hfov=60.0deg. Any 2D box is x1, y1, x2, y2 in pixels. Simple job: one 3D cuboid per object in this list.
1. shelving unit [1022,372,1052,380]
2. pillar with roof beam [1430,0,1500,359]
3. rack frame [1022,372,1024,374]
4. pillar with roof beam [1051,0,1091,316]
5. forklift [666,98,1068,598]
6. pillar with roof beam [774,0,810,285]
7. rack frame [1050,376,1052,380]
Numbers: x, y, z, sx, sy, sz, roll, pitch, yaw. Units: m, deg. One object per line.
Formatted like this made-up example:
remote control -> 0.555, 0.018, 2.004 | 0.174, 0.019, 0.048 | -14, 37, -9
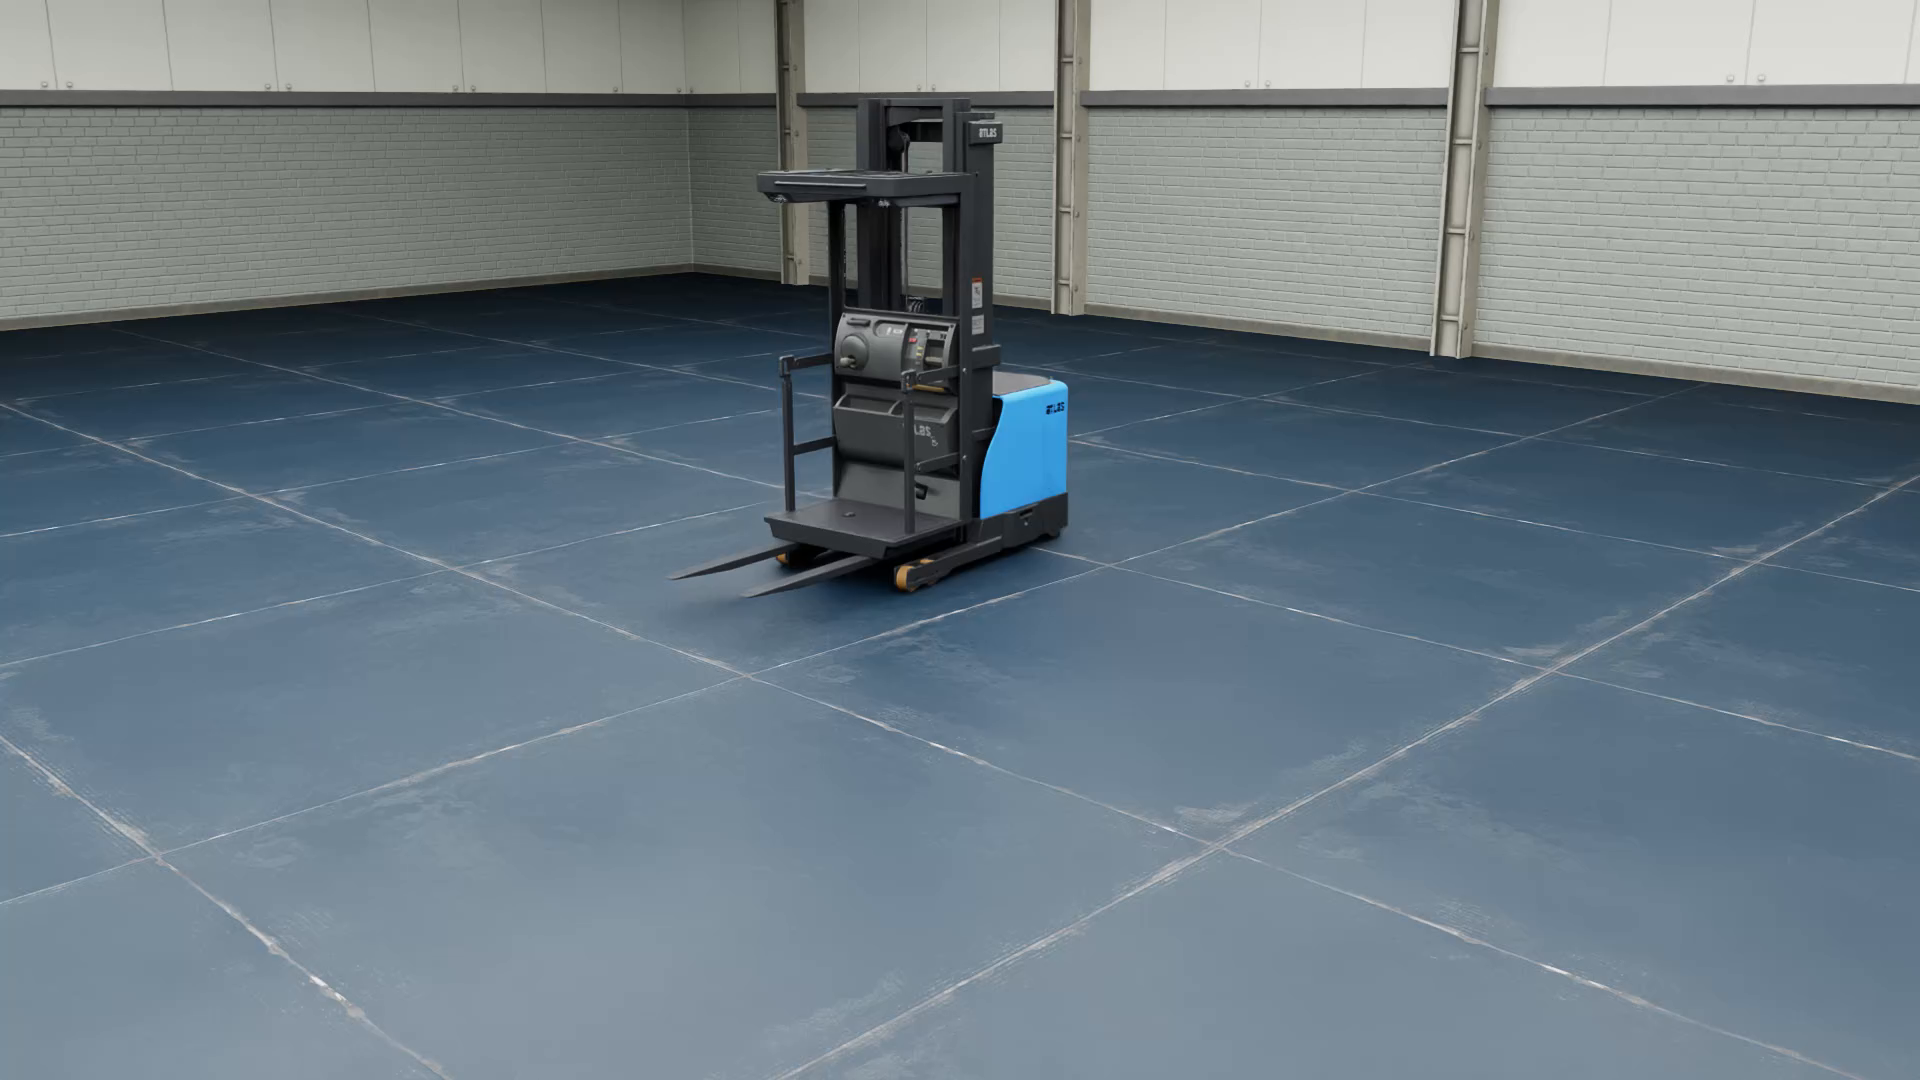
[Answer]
shelving unit -> 0.490, -0.649, 11.840 | 0.252, 1.050, 0.215 | 11, 18, 36
pillar with roof beam -> 2.887, -5.780, 15.769 | 0.400, 9.000, 9.100 | 14, 20, 42
rack frame -> 0.393, -0.667, 11.911 | 0.008, 1.050, 0.200 | 11, 18, 36
pillar with roof beam -> -1.432, -6.830, 19.799 | 0.400, 9.000, 9.100 | 14, 20, 42
forklift -> -0.542, -1.238, 10.370 | 1.130, 2.935, 3.031 | 11, 18, 36
pillar with roof beam -> -5.752, -7.880, 23.829 | 0.400, 9.000, 9.100 | 14, 20, 42
rack frame -> 0.588, -0.630, 11.769 | 0.008, 1.050, 0.200 | 11, 18, 36
